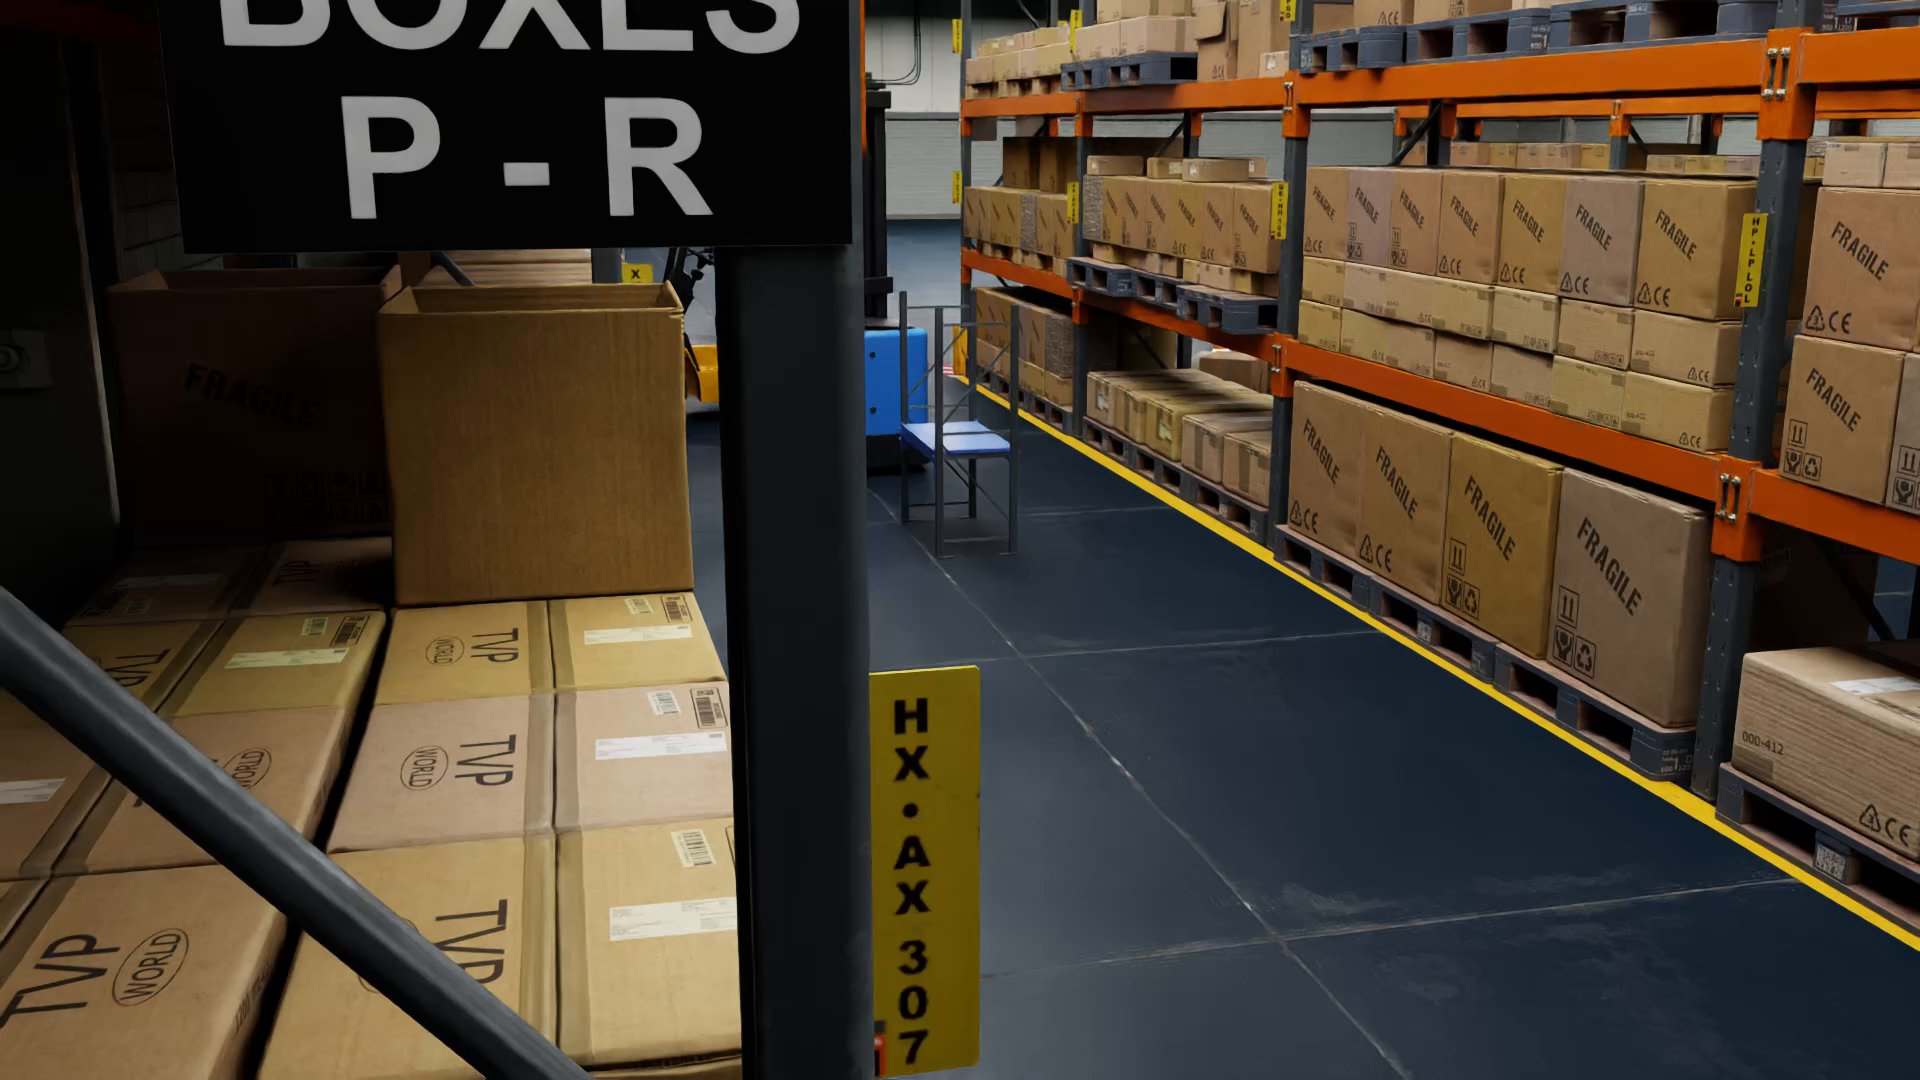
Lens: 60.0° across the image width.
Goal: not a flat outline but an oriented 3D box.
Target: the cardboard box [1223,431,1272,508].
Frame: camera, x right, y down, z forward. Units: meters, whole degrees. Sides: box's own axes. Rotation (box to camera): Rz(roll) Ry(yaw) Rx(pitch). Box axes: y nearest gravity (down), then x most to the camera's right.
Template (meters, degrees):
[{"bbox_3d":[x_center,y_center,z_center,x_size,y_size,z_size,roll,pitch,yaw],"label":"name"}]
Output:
[{"bbox_3d":[2.261,-0.477,10.713,0.950,0.372,0.625,-4,14,-17],"label":"cardboard box"}]

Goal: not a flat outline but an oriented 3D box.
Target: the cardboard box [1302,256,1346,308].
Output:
[{"bbox_3d":[2.262,-1.458,9.339,0.500,0.250,0.500,-3,14,-14],"label":"cardboard box"}]

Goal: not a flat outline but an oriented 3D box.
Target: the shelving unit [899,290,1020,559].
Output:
[{"bbox_3d":[-0.020,-0.748,10.330,0.538,1.500,1.048,-3,14,-13],"label":"shelving unit"}]

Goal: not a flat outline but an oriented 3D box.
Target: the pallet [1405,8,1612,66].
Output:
[{"bbox_3d":[2.852,-2.381,7.931,1.003,0.211,1.213,-3,14,-11],"label":"pallet"}]

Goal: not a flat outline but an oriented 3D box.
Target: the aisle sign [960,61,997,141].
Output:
[{"bbox_3d":[0.189,-4.525,17.149,0.394,0.787,0.004,-3,14,-13],"label":"aisle sign"}]

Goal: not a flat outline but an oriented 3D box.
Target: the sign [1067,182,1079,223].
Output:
[{"bbox_3d":[0.918,-2.730,13.459,0.100,0.325,0.005,-3,14,-13],"label":"sign"}]

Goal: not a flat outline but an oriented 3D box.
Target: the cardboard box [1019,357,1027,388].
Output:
[{"bbox_3d":[0.794,-1.571,15.448,0.500,0.250,0.500,-3,14,-12],"label":"cardboard box"}]

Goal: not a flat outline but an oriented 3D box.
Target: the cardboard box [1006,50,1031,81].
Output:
[{"bbox_3d":[0.719,-4.309,15.112,0.500,0.250,0.500,-3,14,-12],"label":"cardboard box"}]

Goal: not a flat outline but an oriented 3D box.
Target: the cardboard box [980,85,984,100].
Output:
[{"bbox_3d":[0.416,-4.450,16.528,0.380,0.149,0.250,-4,14,-15],"label":"cardboard box"}]

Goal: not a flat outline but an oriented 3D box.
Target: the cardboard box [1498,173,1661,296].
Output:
[{"bbox_3d":[2.745,-1.357,7.342,0.500,0.500,0.500,-3,14,-11],"label":"cardboard box"}]

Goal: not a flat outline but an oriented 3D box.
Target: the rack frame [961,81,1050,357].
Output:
[{"bbox_3d":[0.505,-3.265,17.469,1.000,3.000,0.127,-3,14,-13],"label":"rack frame"}]

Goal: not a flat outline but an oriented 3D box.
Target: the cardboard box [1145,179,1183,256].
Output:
[{"bbox_3d":[1.628,-2.267,11.662,0.500,0.500,0.500,-4,14,-15],"label":"cardboard box"}]

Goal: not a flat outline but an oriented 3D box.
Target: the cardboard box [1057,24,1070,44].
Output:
[{"bbox_3d":[1.022,-4.181,13.749,0.380,0.149,0.250,-4,14,-15],"label":"cardboard box"}]

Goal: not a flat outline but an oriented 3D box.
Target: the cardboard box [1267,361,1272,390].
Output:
[{"bbox_3d":[3.378,-1.788,16.685,0.637,0.503,0.797,10,17,35],"label":"cardboard box"}]

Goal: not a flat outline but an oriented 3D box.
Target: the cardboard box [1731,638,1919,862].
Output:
[{"bbox_3d":[3.366,0.695,5.775,0.875,0.438,0.875,-3,14,-14],"label":"cardboard box"}]

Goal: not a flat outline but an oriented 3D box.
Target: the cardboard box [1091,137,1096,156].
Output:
[{"bbox_3d":[1.453,-3.253,14.479,0.700,0.500,0.500,-3,14,-13],"label":"cardboard box"}]

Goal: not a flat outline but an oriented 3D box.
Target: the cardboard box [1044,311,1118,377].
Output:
[{"bbox_3d":[1.044,-1.696,14.377,0.500,0.500,0.500,-3,14,-14],"label":"cardboard box"}]

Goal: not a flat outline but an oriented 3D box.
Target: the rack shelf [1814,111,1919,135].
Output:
[{"bbox_3d":[10.607,-4.463,17.571,1.077,0.370,4.000,-3,14,-13],"label":"rack shelf"}]

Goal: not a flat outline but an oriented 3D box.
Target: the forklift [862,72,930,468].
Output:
[{"bbox_3d":[-1.195,-2.227,13.369,1.130,2.935,3.031,-5,15,-19],"label":"forklift"}]

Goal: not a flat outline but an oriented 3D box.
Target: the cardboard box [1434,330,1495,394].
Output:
[{"bbox_3d":[2.629,-0.867,7.971,0.500,0.250,0.500,-3,14,-13],"label":"cardboard box"}]

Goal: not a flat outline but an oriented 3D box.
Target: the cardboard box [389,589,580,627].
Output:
[{"bbox_3d":[-0.788,0.163,3.130,0.500,0.250,0.500,-4,14,-15],"label":"cardboard box"}]

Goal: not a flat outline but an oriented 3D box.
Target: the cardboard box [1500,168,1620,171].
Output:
[{"bbox_3d":[2.998,-1.616,8.403,0.500,0.500,0.500,-3,14,-13],"label":"cardboard box"}]

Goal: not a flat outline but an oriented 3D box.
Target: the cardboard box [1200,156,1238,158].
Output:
[{"bbox_3d":[1.947,-2.802,12.486,0.380,0.149,0.250,-4,14,-15],"label":"cardboard box"}]

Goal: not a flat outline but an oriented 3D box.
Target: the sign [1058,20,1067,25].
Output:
[{"bbox_3d":[1.049,-5.178,17.116,0.100,0.325,0.005,-3,14,-13],"label":"sign"}]

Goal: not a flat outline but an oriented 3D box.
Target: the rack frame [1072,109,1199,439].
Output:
[{"bbox_3d":[1.444,-2.342,13.692,1.000,3.000,0.127,-3,14,-13],"label":"rack frame"}]

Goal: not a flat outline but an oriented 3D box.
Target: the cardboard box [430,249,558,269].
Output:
[{"bbox_3d":[-1.877,-1.030,7.218,0.797,0.503,0.637,-4,14,-14],"label":"cardboard box"}]

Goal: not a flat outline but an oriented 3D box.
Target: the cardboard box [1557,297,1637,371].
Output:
[{"bbox_3d":[2.859,-0.869,6.928,0.500,0.250,0.500,-3,14,-12],"label":"cardboard box"}]

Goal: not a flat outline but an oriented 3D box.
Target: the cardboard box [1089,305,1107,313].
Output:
[{"bbox_3d":[1.431,-1.848,15.001,0.500,0.500,0.500,-3,14,-11],"label":"cardboard box"}]

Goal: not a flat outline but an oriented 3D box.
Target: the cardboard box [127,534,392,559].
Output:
[{"bbox_3d":[-1.403,0.073,3.496,0.500,0.250,0.500,-3,14,-12],"label":"cardboard box"}]

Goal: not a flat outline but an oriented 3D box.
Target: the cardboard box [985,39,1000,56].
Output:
[{"bbox_3d":[0.450,-4.713,15.928,0.380,0.149,0.250,-3,14,-13],"label":"cardboard box"}]

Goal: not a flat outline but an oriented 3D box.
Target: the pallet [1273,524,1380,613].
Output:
[{"bbox_3d":[2.495,0.122,9.485,1.003,0.211,1.213,-3,14,-13],"label":"pallet"}]

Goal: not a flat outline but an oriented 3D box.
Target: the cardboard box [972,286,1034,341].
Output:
[{"bbox_3d":[0.431,-2.290,16.810,0.500,0.500,0.500,-4,14,-15],"label":"cardboard box"}]

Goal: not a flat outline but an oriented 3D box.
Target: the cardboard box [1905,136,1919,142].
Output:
[{"bbox_3d":[10.355,-4.008,17.567,0.500,0.500,0.500,-3,14,-13],"label":"cardboard box"}]

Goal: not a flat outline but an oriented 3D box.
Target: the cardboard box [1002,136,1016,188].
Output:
[{"bbox_3d":[0.837,-3.838,16.871,0.700,0.500,0.500,-4,14,-15],"label":"cardboard box"}]

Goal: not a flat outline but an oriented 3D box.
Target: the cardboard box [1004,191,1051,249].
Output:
[{"bbox_3d":[0.719,-2.979,15.464,0.500,0.500,0.500,-4,14,-14],"label":"cardboard box"}]

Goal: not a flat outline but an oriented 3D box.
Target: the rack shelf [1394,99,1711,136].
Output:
[{"bbox_3d":[5.762,-4.210,16.535,1.077,0.370,4.000,-3,14,-13],"label":"rack shelf"}]

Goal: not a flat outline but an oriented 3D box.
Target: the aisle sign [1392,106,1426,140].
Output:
[{"bbox_3d":[4.984,-4.826,18.384,0.394,0.787,0.004,-3,14,-13],"label":"aisle sign"}]

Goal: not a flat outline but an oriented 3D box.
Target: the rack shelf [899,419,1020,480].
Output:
[{"bbox_3d":[-0.020,-0.574,10.372,0.538,0.185,1.000,-3,14,-13],"label":"rack shelf"}]

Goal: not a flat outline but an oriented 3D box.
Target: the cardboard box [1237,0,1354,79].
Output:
[{"bbox_3d":[2.171,-3.144,10.445,0.700,0.500,0.500,-3,14,-13],"label":"cardboard box"}]

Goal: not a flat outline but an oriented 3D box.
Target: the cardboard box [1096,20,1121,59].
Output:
[{"bbox_3d":[1.312,-3.656,12.183,0.500,0.250,0.500,-3,14,-14],"label":"cardboard box"}]

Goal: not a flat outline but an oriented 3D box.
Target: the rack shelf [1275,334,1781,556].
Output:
[{"bbox_3d":[2.853,-0.608,8.112,1.077,0.370,4.000,-3,14,-13],"label":"rack shelf"}]

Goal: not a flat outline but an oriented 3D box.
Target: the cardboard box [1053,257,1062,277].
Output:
[{"bbox_3d":[1.007,-2.334,14.190,0.380,0.149,0.250,-3,14,-12],"label":"cardboard box"}]

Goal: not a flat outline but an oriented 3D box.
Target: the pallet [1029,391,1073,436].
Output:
[{"bbox_3d":[1.252,-1.140,14.649,1.003,0.211,1.213,-3,14,-13],"label":"pallet"}]

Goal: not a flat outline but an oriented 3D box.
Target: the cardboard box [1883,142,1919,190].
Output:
[{"bbox_3d":[3.221,-1.200,5.335,0.380,0.149,0.250,-3,14,-12],"label":"cardboard box"}]

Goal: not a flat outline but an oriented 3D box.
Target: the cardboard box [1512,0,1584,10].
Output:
[{"bbox_3d":[2.733,-2.472,7.512,0.380,0.166,0.250,-2,14,-8],"label":"cardboard box"}]

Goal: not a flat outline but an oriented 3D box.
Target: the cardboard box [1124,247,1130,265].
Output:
[{"bbox_3d":[1.458,-2.160,12.590,0.380,0.149,0.250,-2,14,-10],"label":"cardboard box"}]

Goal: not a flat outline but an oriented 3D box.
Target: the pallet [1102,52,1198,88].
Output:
[{"bbox_3d":[1.732,-3.320,11.773,1.213,0.211,1.003,-3,14,-13],"label":"pallet"}]

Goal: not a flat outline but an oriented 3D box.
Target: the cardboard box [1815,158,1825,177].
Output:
[{"bbox_3d":[6.833,-2.592,12.397,0.700,0.500,0.500,-4,14,-14],"label":"cardboard box"}]

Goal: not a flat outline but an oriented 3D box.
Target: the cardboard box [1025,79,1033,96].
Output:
[{"bbox_3d":[0.803,-4.095,15.076,0.380,0.149,0.250,-3,14,-14],"label":"cardboard box"}]

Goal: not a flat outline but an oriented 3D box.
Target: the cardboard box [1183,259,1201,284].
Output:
[{"bbox_3d":[1.712,-1.798,11.112,0.380,0.149,0.250,-3,14,-12],"label":"cardboard box"}]

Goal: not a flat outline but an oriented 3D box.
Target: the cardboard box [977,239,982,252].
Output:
[{"bbox_3d":[0.383,-3.053,17.131,0.380,0.149,0.250,-3,14,-13],"label":"cardboard box"}]

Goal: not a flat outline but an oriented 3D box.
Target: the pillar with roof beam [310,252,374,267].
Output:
[{"bbox_3d":[0.562,-4.546,10.075,9.100,9.000,0.400,-3,14,-13],"label":"pillar with roof beam"}]

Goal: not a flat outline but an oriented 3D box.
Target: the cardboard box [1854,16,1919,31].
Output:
[{"bbox_3d":[6.634,-3.609,11.652,0.500,0.311,0.500,-3,14,-13],"label":"cardboard box"}]

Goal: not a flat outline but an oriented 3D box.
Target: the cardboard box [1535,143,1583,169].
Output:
[{"bbox_3d":[5.937,-3.446,15.620,0.875,0.550,0.550,-3,14,-13],"label":"cardboard box"}]
